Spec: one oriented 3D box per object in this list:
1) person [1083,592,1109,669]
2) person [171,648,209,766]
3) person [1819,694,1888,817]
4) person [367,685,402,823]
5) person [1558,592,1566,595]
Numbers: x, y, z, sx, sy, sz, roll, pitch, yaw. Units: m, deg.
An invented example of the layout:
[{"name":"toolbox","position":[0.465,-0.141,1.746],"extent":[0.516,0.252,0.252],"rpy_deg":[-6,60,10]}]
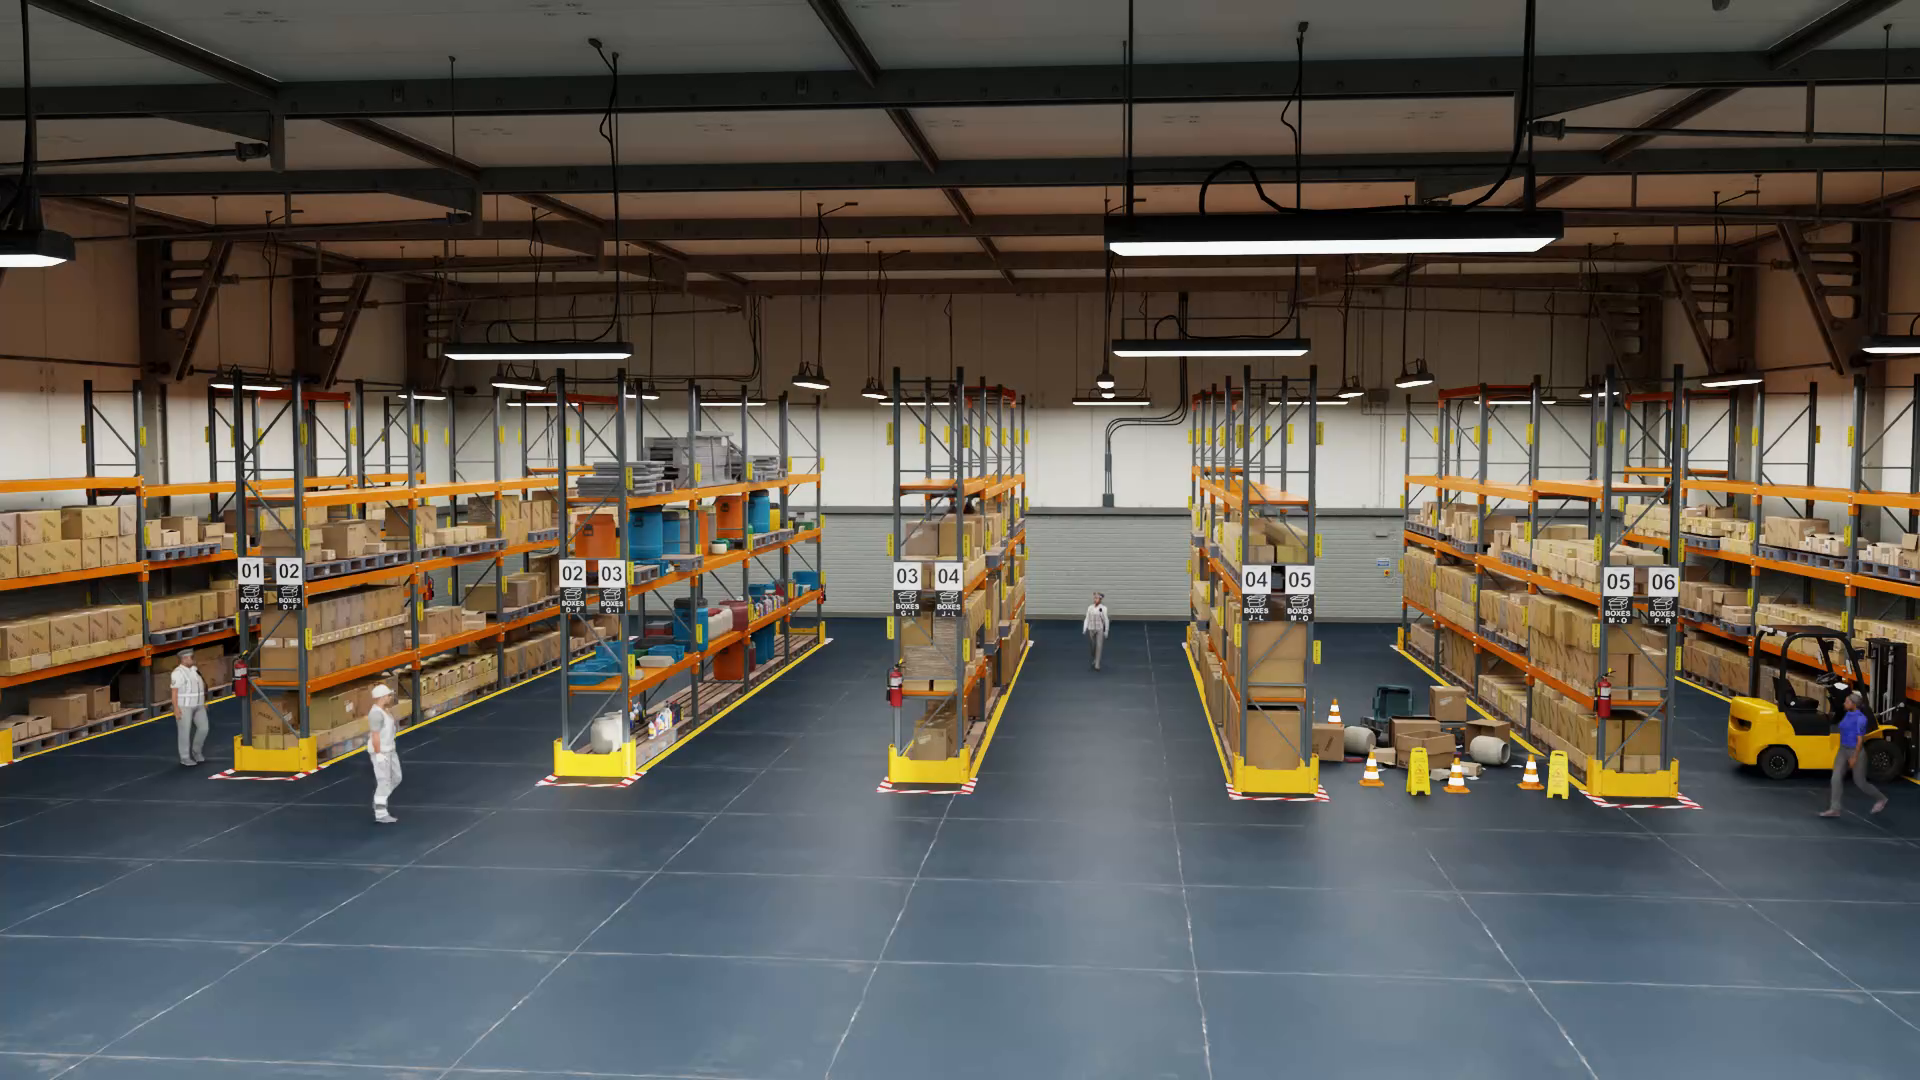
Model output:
[{"name":"person","position":[2.943,1.940,35.927],"extent":[0.542,1.648,0.957],"rpy_deg":[1,4,12]},{"name":"person","position":[-11.807,2.551,25.489],"extent":[0.499,1.795,0.601],"rpy_deg":[2,4,27]},{"name":"person","position":[11.727,2.832,21.798],"extent":[0.851,1.614,0.415],"rpy_deg":[-1,4,-15]},{"name":"person","position":[-7.524,2.771,21.640],"extent":[0.464,1.789,0.624],"rpy_deg":[0,4,4]},{"name":"person","position":[13.160,1.856,36.421],"extent":[0.474,1.792,0.587],"rpy_deg":[1,4,17]}]
